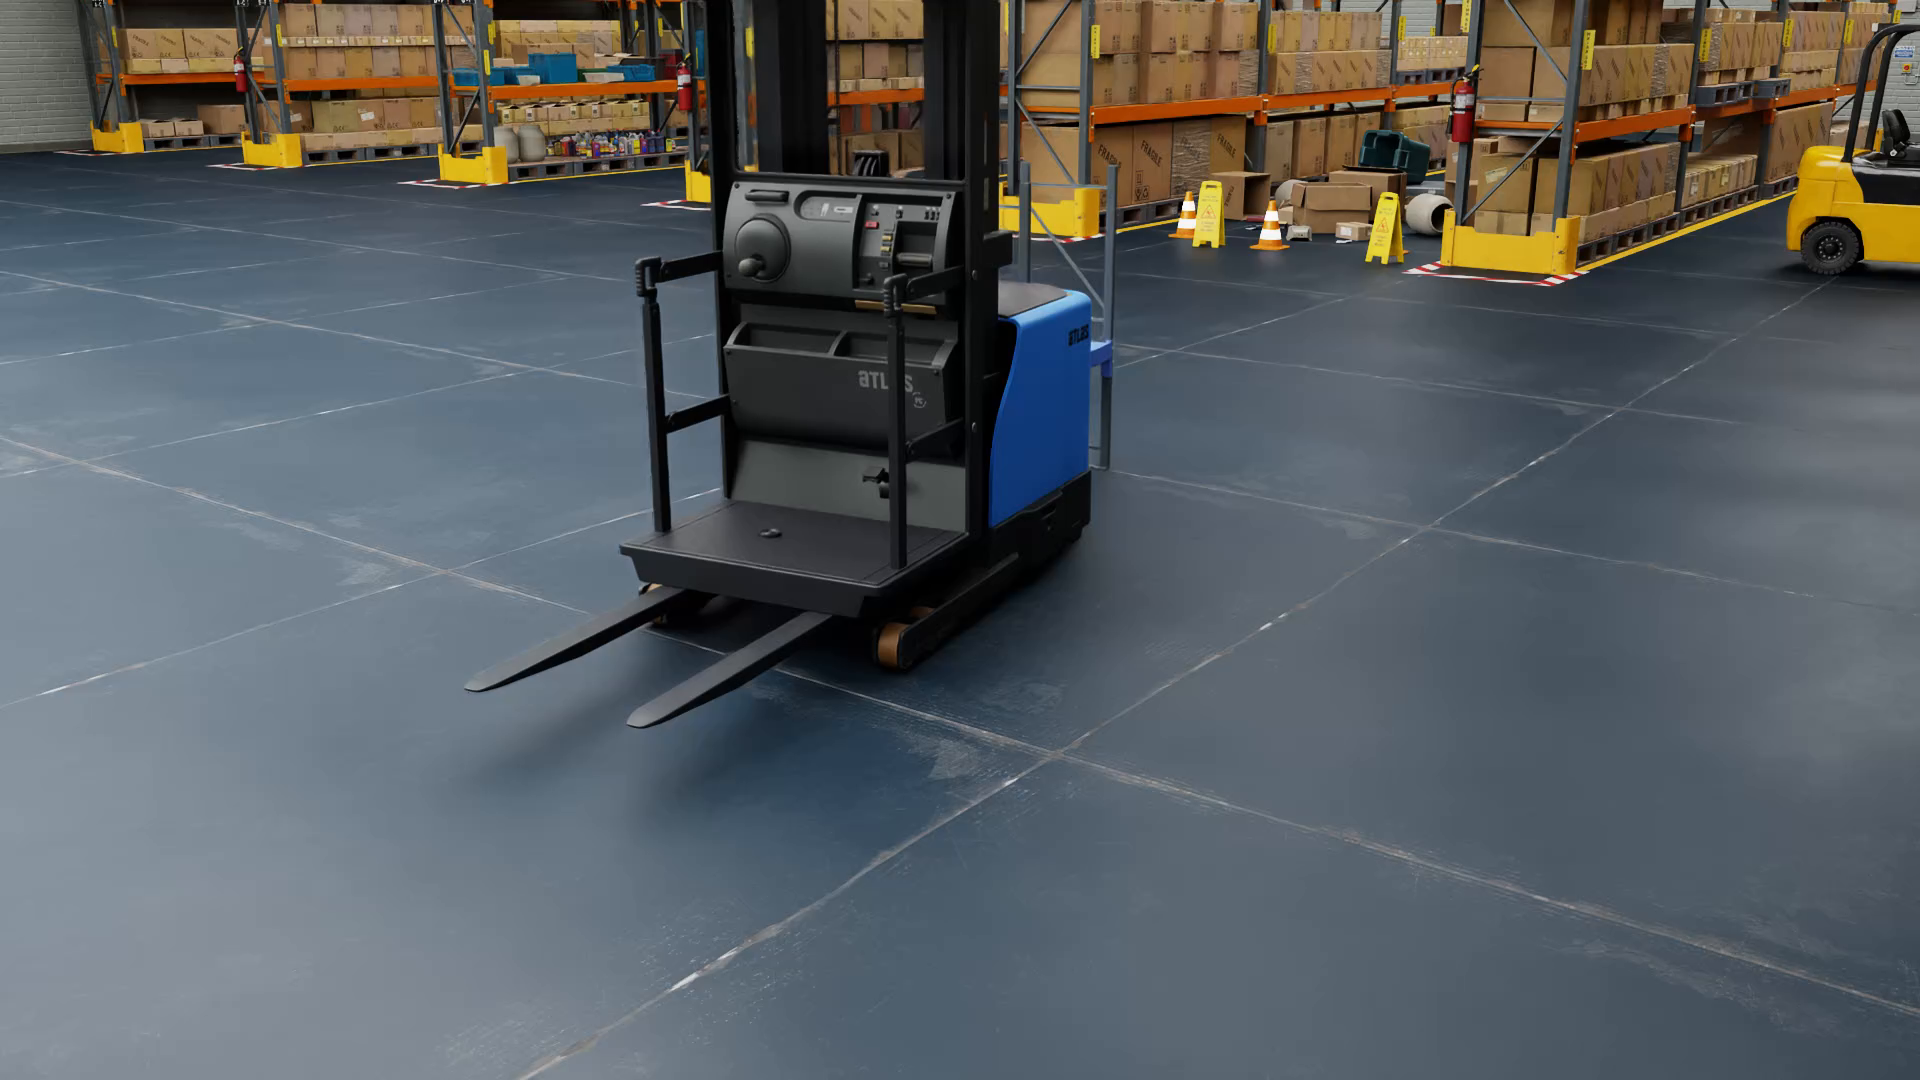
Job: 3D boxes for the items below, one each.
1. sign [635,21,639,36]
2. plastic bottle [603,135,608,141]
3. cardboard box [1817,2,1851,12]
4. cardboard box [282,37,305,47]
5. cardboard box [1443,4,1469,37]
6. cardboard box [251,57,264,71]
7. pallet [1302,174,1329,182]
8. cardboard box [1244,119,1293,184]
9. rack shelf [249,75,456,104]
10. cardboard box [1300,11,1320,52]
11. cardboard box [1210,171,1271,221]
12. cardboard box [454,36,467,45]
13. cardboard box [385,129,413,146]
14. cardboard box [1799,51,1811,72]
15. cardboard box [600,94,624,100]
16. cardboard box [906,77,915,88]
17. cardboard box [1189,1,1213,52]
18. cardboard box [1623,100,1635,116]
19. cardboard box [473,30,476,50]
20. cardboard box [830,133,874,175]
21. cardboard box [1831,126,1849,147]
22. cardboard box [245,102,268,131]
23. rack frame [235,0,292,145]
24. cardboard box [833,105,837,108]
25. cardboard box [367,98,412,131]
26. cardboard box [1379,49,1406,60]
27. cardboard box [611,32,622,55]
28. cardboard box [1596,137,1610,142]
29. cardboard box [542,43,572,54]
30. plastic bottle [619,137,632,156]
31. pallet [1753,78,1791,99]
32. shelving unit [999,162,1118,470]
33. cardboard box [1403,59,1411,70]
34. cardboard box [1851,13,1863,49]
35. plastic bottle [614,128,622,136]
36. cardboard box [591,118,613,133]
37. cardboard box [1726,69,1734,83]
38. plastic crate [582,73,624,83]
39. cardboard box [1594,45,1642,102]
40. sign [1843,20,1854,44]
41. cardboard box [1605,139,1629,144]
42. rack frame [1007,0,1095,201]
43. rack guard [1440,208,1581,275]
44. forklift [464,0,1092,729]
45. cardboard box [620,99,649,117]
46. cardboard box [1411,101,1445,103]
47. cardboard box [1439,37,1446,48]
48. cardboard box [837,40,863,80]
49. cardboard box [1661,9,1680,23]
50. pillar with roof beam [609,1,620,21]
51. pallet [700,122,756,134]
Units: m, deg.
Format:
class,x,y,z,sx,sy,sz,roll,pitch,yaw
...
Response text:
class,x,y,z,sx,sy,sz,roll,pitch,yaw
sign,-7.318,-11.573,37.635,0.100,0.325,0.005,12,21,35
plastic bottle,-5.554,-6.197,26.001,0.097,0.271,0.097,0,17,0
cardboard box,12.530,-7.639,23.837,0.380,0.149,0.250,12,21,34
cardboard box,-10.522,-7.832,26.145,0.380,0.149,0.250,12,21,34
cardboard box,8.161,-8.452,27.048,0.500,0.500,0.500,12,21,33
cardboard box,-13.156,-8.778,30.673,0.500,0.250,0.500,12,21,34
pallet,4.457,-4.877,22.593,1.003,0.211,1.213,12,21,35
cardboard box,3.629,-5.010,21.404,1.050,0.750,0.750,12,21,34
rack shelf,-9.737,-7.552,27.718,1.077,0.370,4.000,12,21,35
cardboard box,4.229,-6.608,21.609,0.700,0.500,0.500,13,21,35
cardboard box,3.231,-3.976,19.201,0.500,0.500,0.500,-16,23,-41
cardboard box,-8.684,-8.568,28.515,0.380,0.149,0.250,12,21,34
cardboard box,-9.536,-6.752,27.857,0.500,0.250,0.500,12,21,35
cardboard box,10.866,-6.306,21.901,0.500,0.250,0.500,12,21,34
cardboard box,-8.042,-10.148,37.781,0.750,0.750,0.750,13,21,35
cardboard box,-0.838,-6.291,22.866,0.380,0.149,0.250,12,21,35
cardboard box,2.417,-5.970,19.336,0.875,0.550,0.550,12,21,35
cardboard box,6.320,-4.203,16.145,0.380,0.149,0.250,12,21,33
cardboard box,-10.415,-10.343,34.583,0.700,0.500,0.500,10,20,28
cardboard box,-1.504,-5.240,22.565,0.500,0.500,0.500,10,20,30
cardboard box,13.127,-6.096,25.427,0.875,0.438,0.875,12,21,33
cardboard box,-13.112,-8.008,31.448,0.500,0.500,0.500,11,20,31
rack frame,-10.929,-7.419,26.077,1.000,3.000,0.127,12,21,35
cardboard box,-2.663,-9.744,37.030,0.797,0.503,0.637,12,21,35
cardboard box,-9.535,-7.110,27.745,0.500,0.500,0.500,12,21,35
cardboard box,6.164,-6.975,23.860,0.380,0.149,0.250,14,22,37
cardboard box,-7.832,-11.197,37.537,0.500,0.500,0.500,12,21,34
cardboard box,6.676,-4.313,17.644,0.380,0.149,0.250,13,21,35
cardboard box,-7.462,-8.844,30.498,0.500,0.500,0.500,12,21,35
plastic bottle,-5.129,-6.040,25.487,0.152,0.276,0.135,13,21,36
pallet,9.411,-5.542,20.355,1.213,0.211,1.003,12,21,35
shelving unit,0.300,-0.969,7.837,0.538,1.500,1.048,8,19,25
cardboard box,6.303,-6.888,24.082,0.380,0.149,0.250,14,22,37
cardboard box,12.918,-7.490,24.450,0.500,0.500,0.500,12,21,34
plastic bottle,-5.384,-6.322,26.268,0.144,0.351,0.185,13,22,36
cardboard box,-6.886,-7.801,31.235,0.500,0.250,0.500,13,21,36
cardboard box,8.549,-5.277,18.895,0.380,0.149,0.250,13,21,35
plastic crate,-5.334,-6.938,24.973,0.530,0.136,0.437,12,21,35
cardboard box,6.097,-4.416,15.735,0.500,0.500,0.500,12,21,34
sign,12.575,-7.196,23.541,0.100,0.325,0.005,12,21,35
cardboard box,6.799,-4.022,17.802,0.500,0.500,0.500,14,22,37
rack frame,0.948,-4.767,17.537,1.000,3.000,0.127,12,21,35
rack guard,5.029,-2.741,15.227,1.175,0.500,0.348,12,21,35
forklift,-0.537,-1.096,5.832,1.130,2.935,3.031,8,19,25
cardboard box,-6.276,-8.312,31.933,0.500,0.311,0.500,13,22,36
cardboard box,7.446,-6.861,26.522,0.500,0.250,0.500,11,21,32
cardboard box,7.079,-7.485,25.002,0.380,0.149,0.250,12,21,34
cardboard box,-1.784,-6.353,21.972,0.875,0.500,0.500,12,21,35
cardboard box,7.861,-5.886,18.667,0.380,0.149,0.250,12,21,33
pillar with roof beam,-4.580,-13.576,35.786,9.100,9.000,0.400,12,21,35
pallet,-4.959,-8.453,34.109,1.003,0.211,1.213,12,21,35
